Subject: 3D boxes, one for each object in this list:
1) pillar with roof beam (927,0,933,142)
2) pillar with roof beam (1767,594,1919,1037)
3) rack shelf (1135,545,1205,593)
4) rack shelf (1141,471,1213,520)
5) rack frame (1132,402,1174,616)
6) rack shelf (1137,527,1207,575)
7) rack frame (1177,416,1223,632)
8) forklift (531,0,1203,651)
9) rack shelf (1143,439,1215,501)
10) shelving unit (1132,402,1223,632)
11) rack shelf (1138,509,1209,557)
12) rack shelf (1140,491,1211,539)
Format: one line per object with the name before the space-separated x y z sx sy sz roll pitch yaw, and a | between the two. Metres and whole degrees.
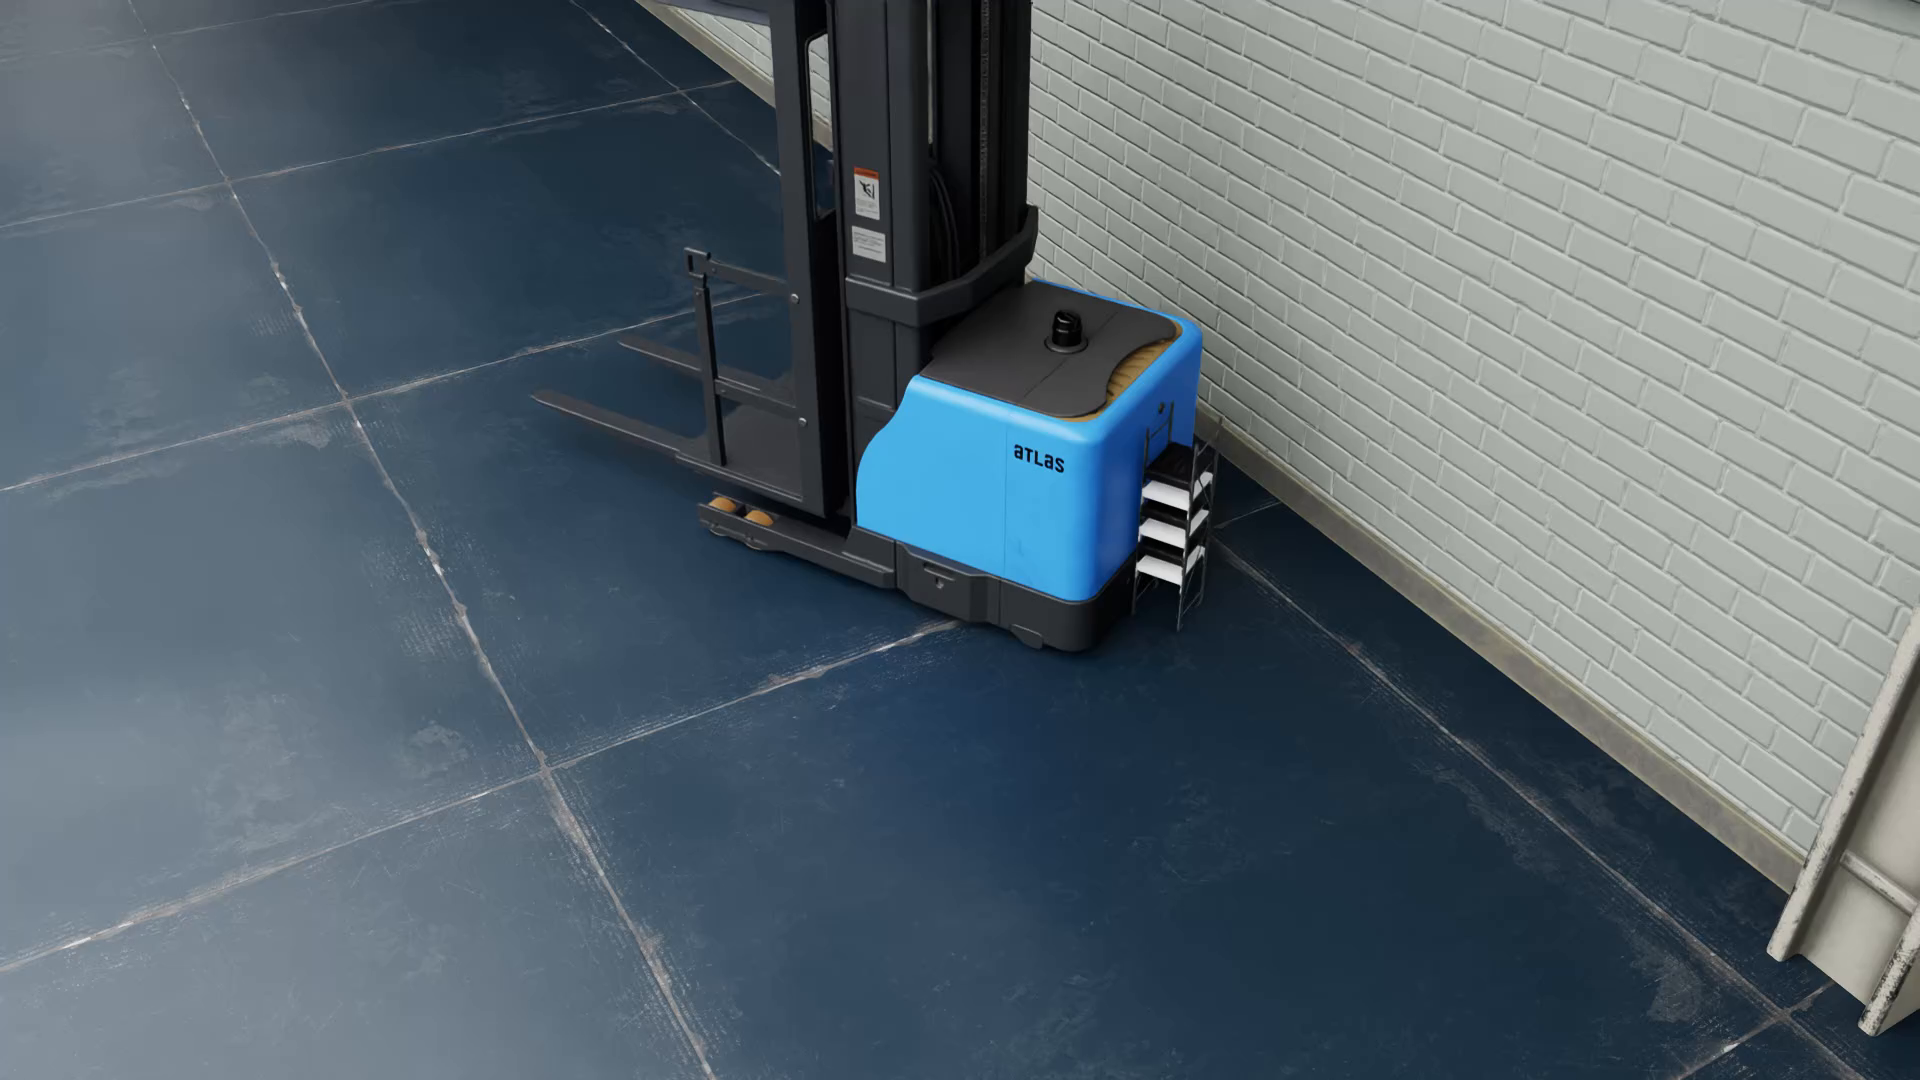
pillar with roof beam | -3.880 -4.025 5.132 9.100 9.000 0.400 -19 40 -24
pillar with roof beam | -0.866 -0.965 0.942 9.100 9.000 0.400 -19 40 -24
rack shelf | 0.856 0.090 6.726 0.200 0.077 0.258 20 40 25
rack shelf | 0.856 -0.201 6.514 0.200 0.077 0.258 20 40 25
rack frame | 0.768 -0.113 6.642 0.006 0.900 0.240 20 40 25
rack shelf | 0.856 0.017 6.673 0.200 0.077 0.258 20 40 25
rack frame | 0.943 -0.052 6.558 0.006 0.900 0.240 20 40 25
forklift | -0.546 -1.389 6.667 3.031 2.935 1.130 20 40 25
rack shelf | 0.856 -0.274 6.461 0.200 0.077 0.258 20 40 25
shelving unit | 0.856 -0.083 6.600 0.210 0.900 0.258 20 40 25
rack shelf | 0.856 -0.056 6.620 0.200 0.077 0.258 20 40 25
rack shelf | 0.856 -0.128 6.567 0.200 0.077 0.258 20 40 25
